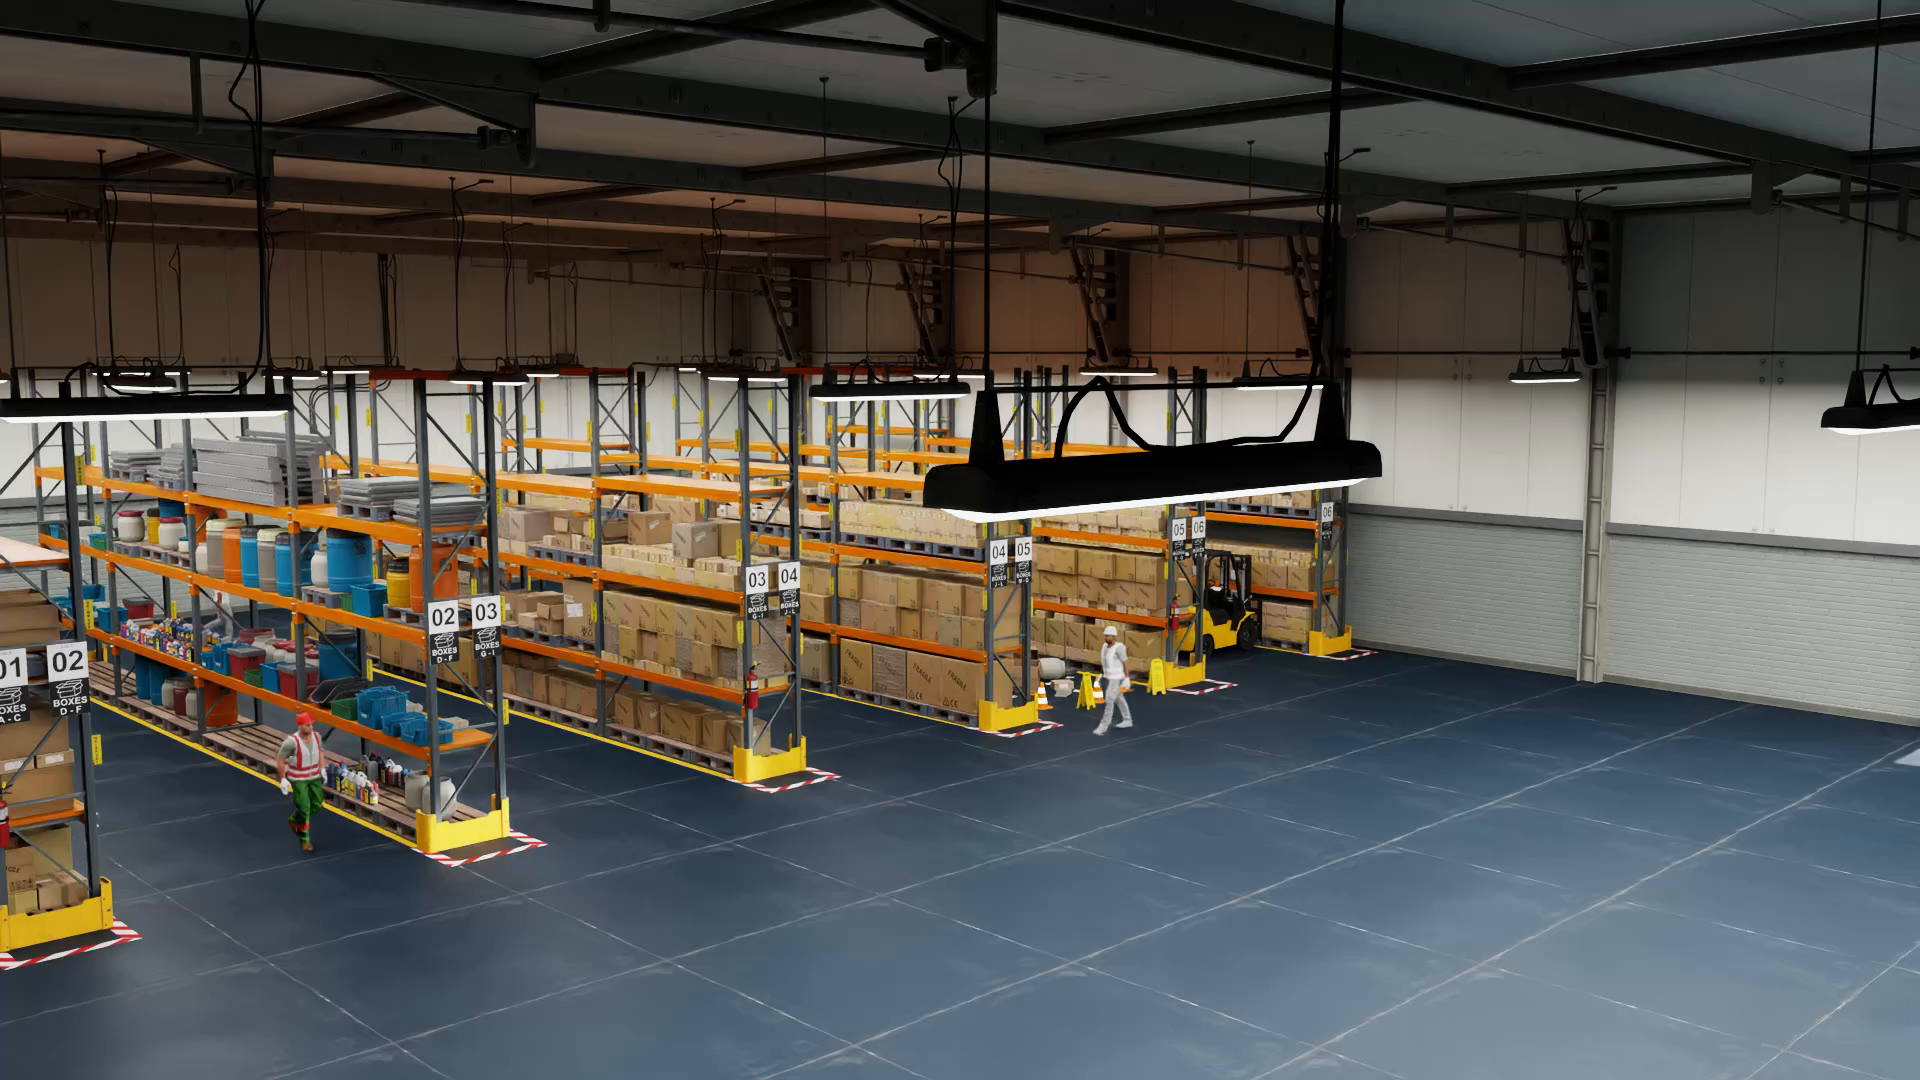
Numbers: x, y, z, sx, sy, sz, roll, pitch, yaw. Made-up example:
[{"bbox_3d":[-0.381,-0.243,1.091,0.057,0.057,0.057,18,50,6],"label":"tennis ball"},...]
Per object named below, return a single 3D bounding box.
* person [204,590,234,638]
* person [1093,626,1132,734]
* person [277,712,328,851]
[{"bbox_3d":[-16.123,1.389,36.146,0.886,1.738,0.575,-3,7,-25],"label":"person"},{"bbox_3d":[2.515,2.305,27.795,0.864,1.742,0.584,-3,7,-22],"label":"person"},{"bbox_3d":[-8.478,3.060,21.333,0.703,1.761,0.622,4,8,32],"label":"person"}]
